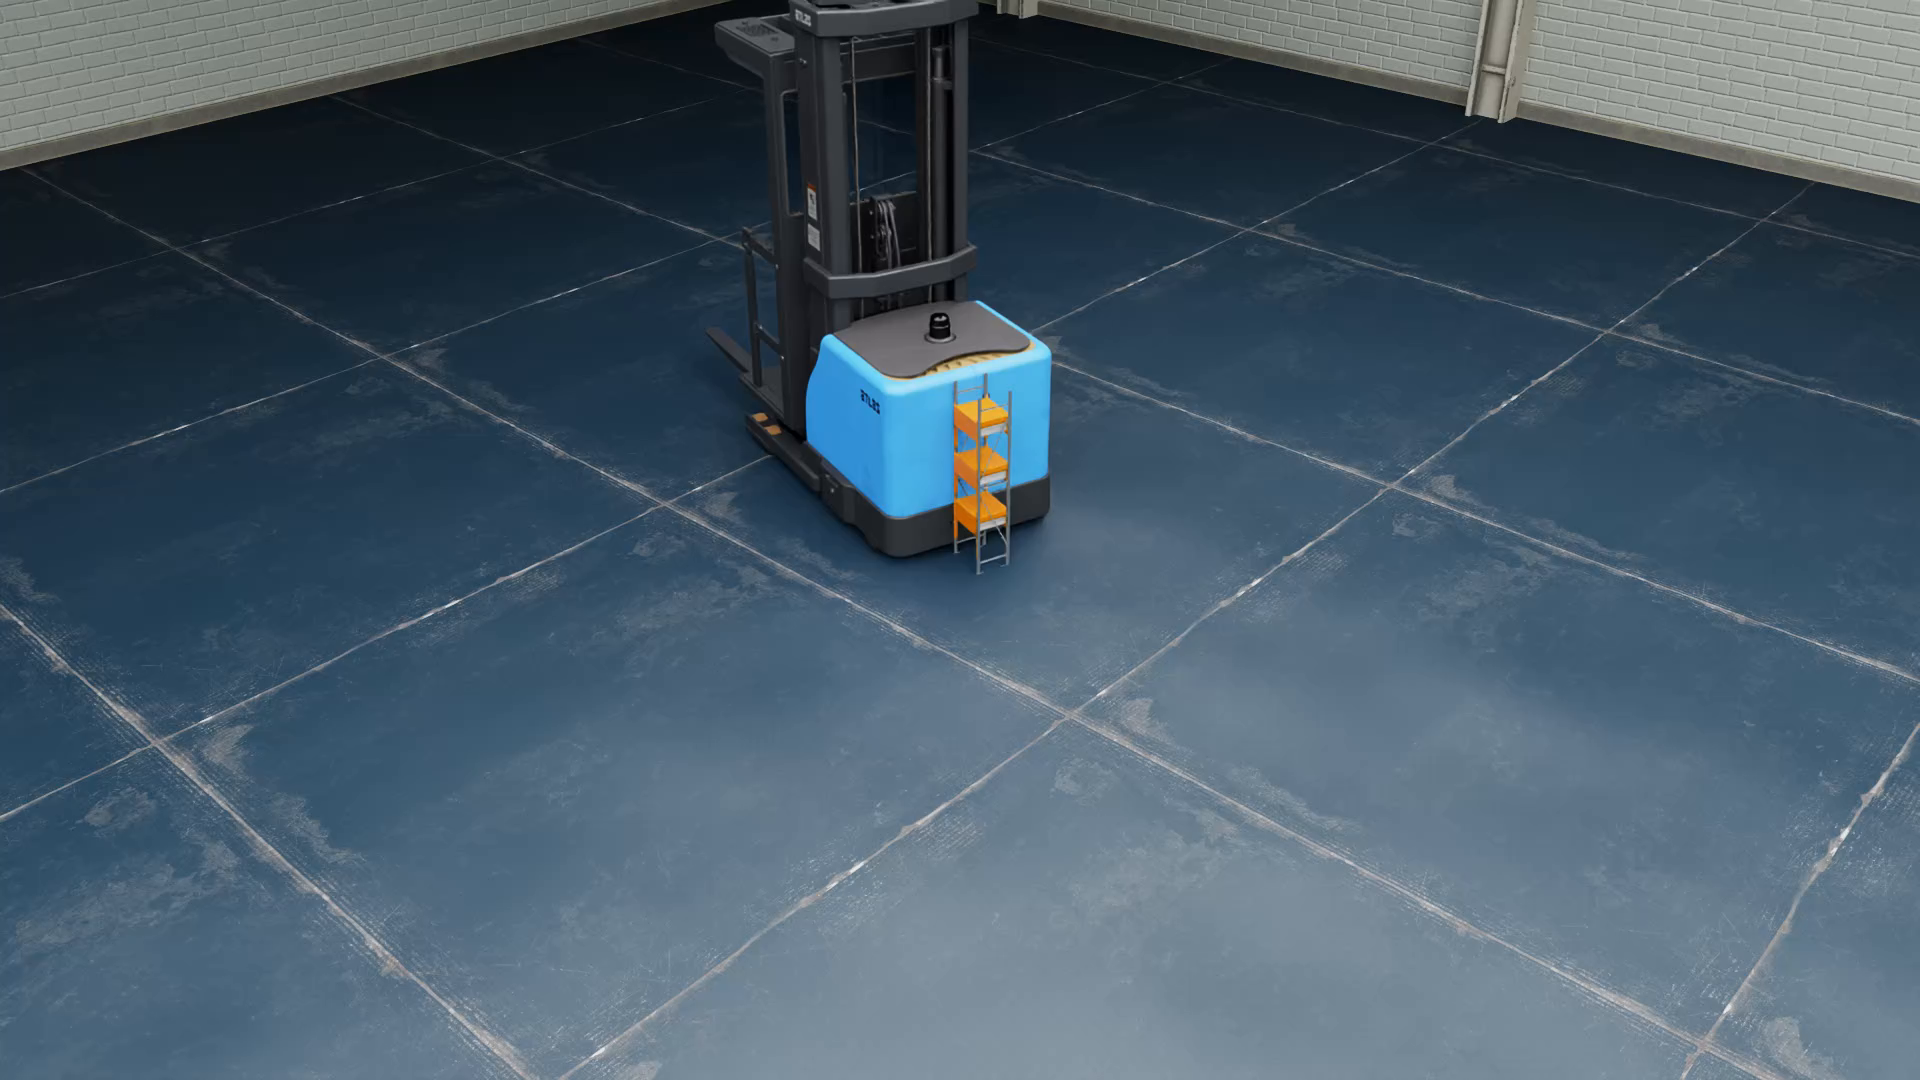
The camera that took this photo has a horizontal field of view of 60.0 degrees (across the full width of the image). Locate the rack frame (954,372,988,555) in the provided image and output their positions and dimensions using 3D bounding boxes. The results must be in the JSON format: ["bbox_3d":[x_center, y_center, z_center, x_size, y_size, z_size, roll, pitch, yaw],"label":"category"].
[{"bbox_3d":[0.055,-0.396,8.890,0.200,1.050,0.008,-17,35,-25],"label":"rack frame"}]

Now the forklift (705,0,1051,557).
[{"bbox_3d":[-0.666,-1.894,9.555,1.130,2.935,3.031,-17,35,-25],"label":"forklift"}]

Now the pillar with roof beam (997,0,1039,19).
[{"bbox_3d":[-2.211,-8.385,14.453,0.400,9.000,9.100,25,39,35],"label":"pillar with roof beam"}]

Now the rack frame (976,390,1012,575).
[{"bbox_3d":[0.177,-0.287,8.709,0.200,1.050,0.008,-17,35,-25],"label":"rack frame"}]

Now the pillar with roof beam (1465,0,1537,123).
[{"bbox_3d":[2.238,-6.308,11.004,0.400,9.000,9.100,25,39,35],"label":"pillar with roof beam"}]

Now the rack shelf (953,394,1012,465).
[{"bbox_3d":[0.116,-0.576,8.659,0.215,0.259,0.240,-17,35,-25],"label":"rack shelf"}]

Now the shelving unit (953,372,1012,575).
[{"bbox_3d":[0.116,-0.342,8.800,0.215,1.050,0.252,-17,35,-25],"label":"shelving unit"}]

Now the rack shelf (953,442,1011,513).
[{"bbox_3d":[0.116,-0.333,8.805,0.215,0.259,0.240,-17,35,-25],"label":"rack shelf"}]

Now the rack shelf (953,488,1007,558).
[{"bbox_3d":[0.116,-0.095,8.949,0.215,0.259,0.240,-17,35,-25],"label":"rack shelf"}]
